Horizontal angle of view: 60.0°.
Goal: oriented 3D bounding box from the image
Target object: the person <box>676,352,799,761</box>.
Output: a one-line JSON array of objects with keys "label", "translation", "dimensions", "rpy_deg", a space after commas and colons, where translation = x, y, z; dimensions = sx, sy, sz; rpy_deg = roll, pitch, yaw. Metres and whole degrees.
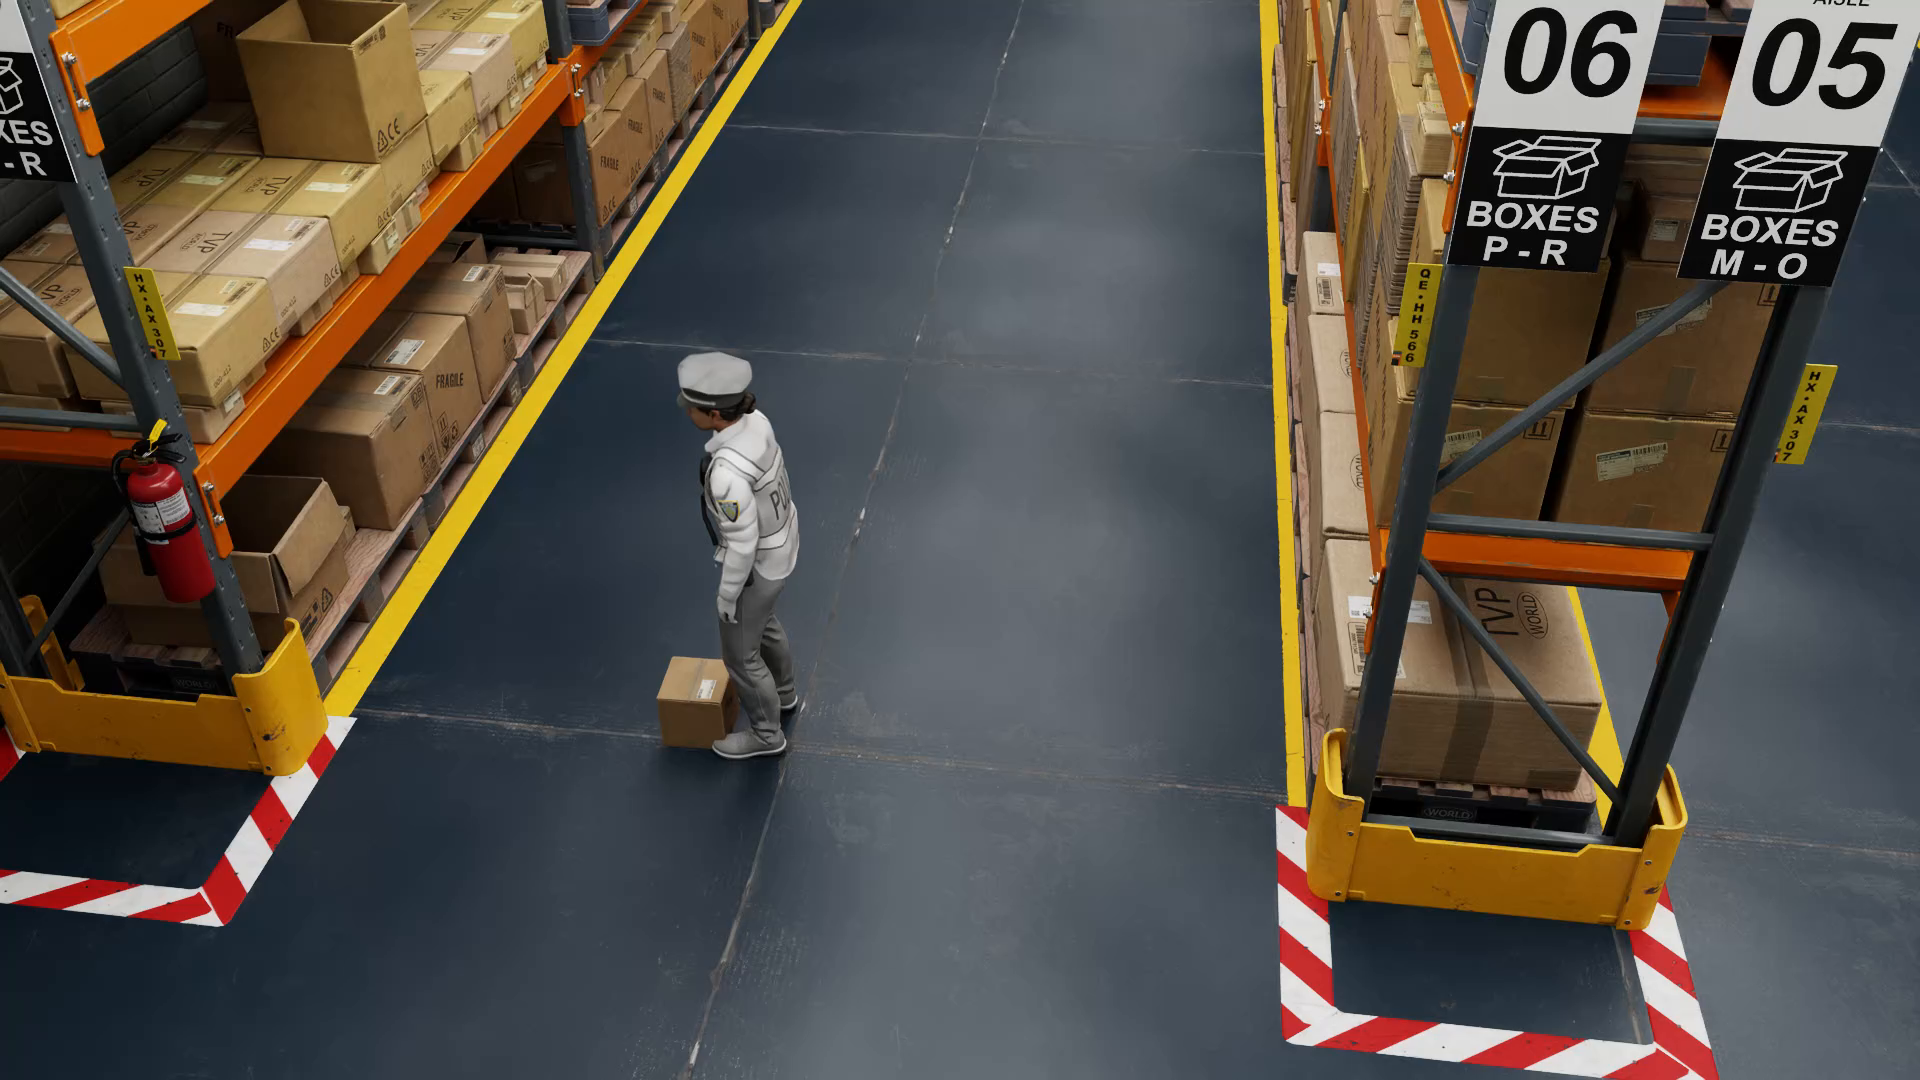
[{"label": "person", "translation": [-0.771, 0.080, 6.037], "dimensions": [0.369, 1.663, 0.518], "rpy_deg": [3, 36, 4]}]
